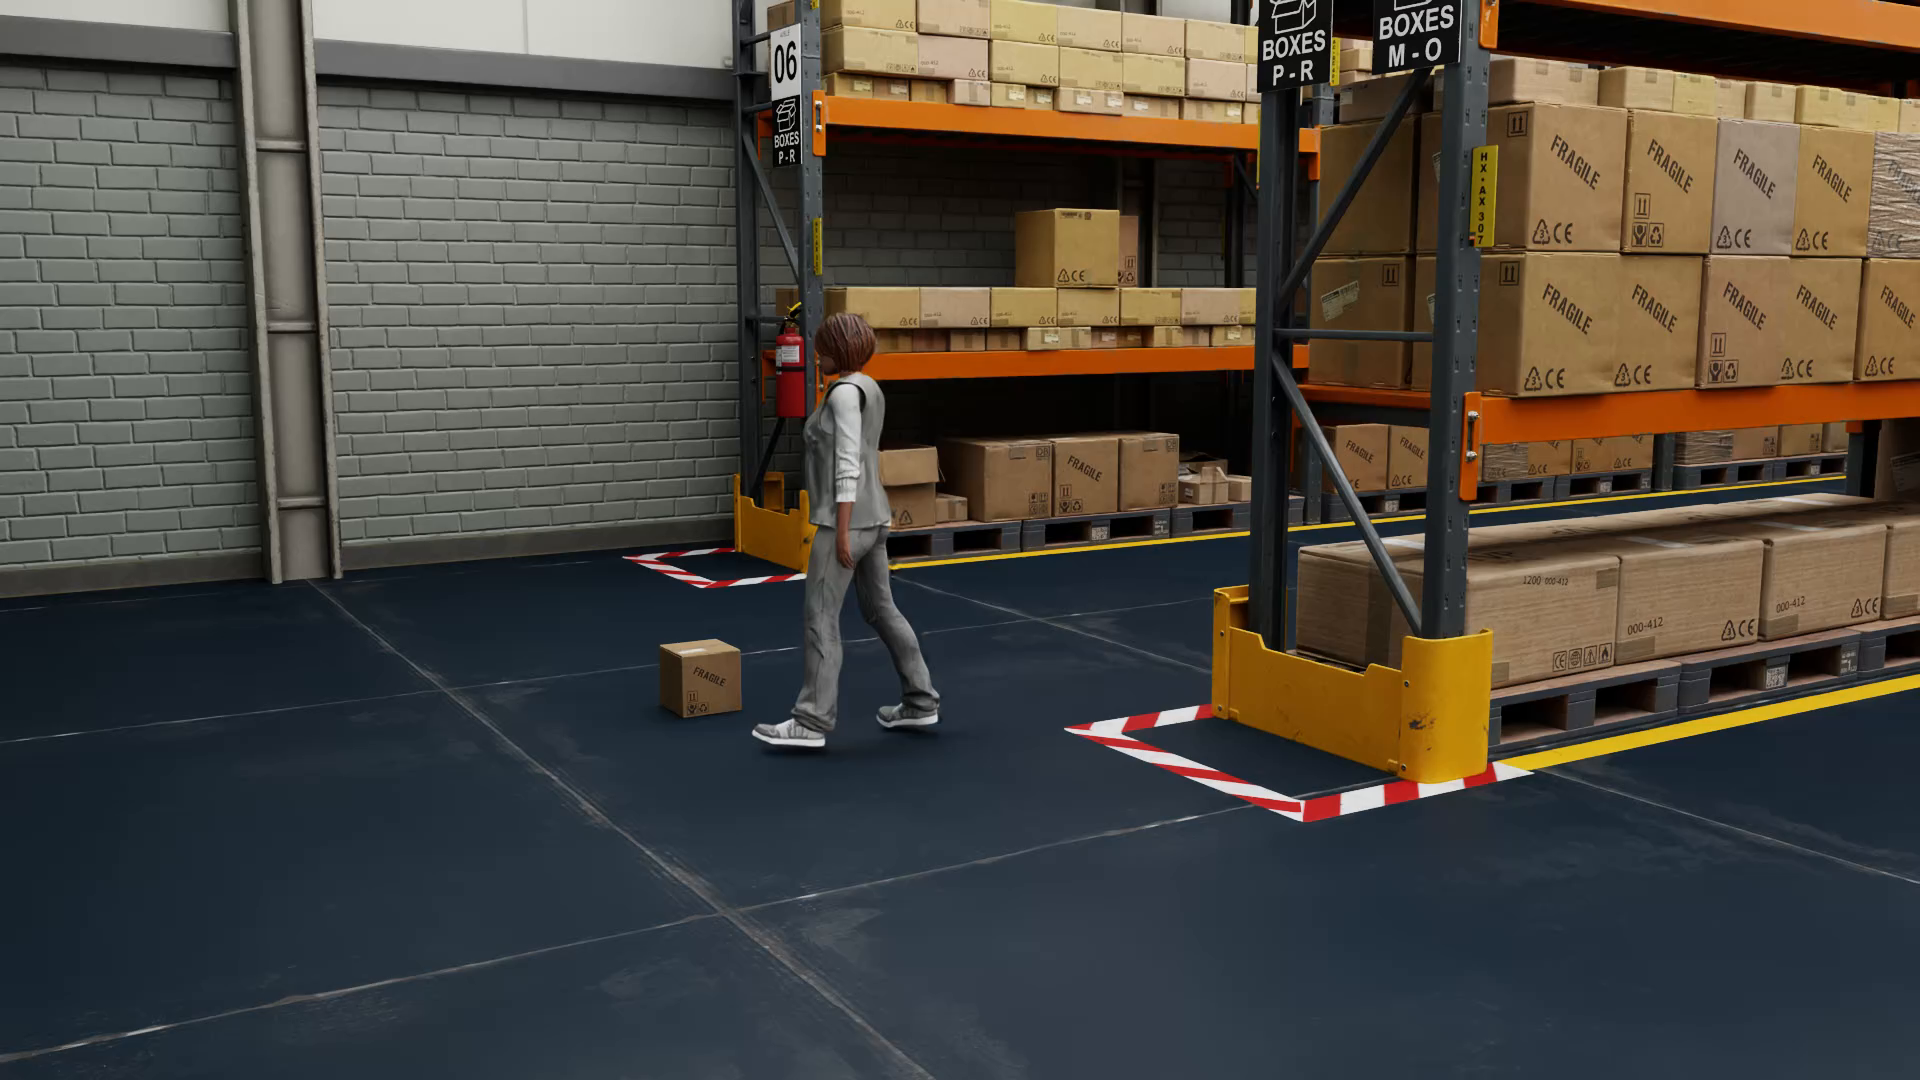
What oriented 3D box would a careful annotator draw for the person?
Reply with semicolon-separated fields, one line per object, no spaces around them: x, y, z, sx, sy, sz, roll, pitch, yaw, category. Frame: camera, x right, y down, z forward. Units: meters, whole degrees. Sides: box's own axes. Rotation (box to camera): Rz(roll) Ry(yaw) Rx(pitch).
-0.410;-0.043;6.132;0.633;1.577;0.492;2;9;12;person
